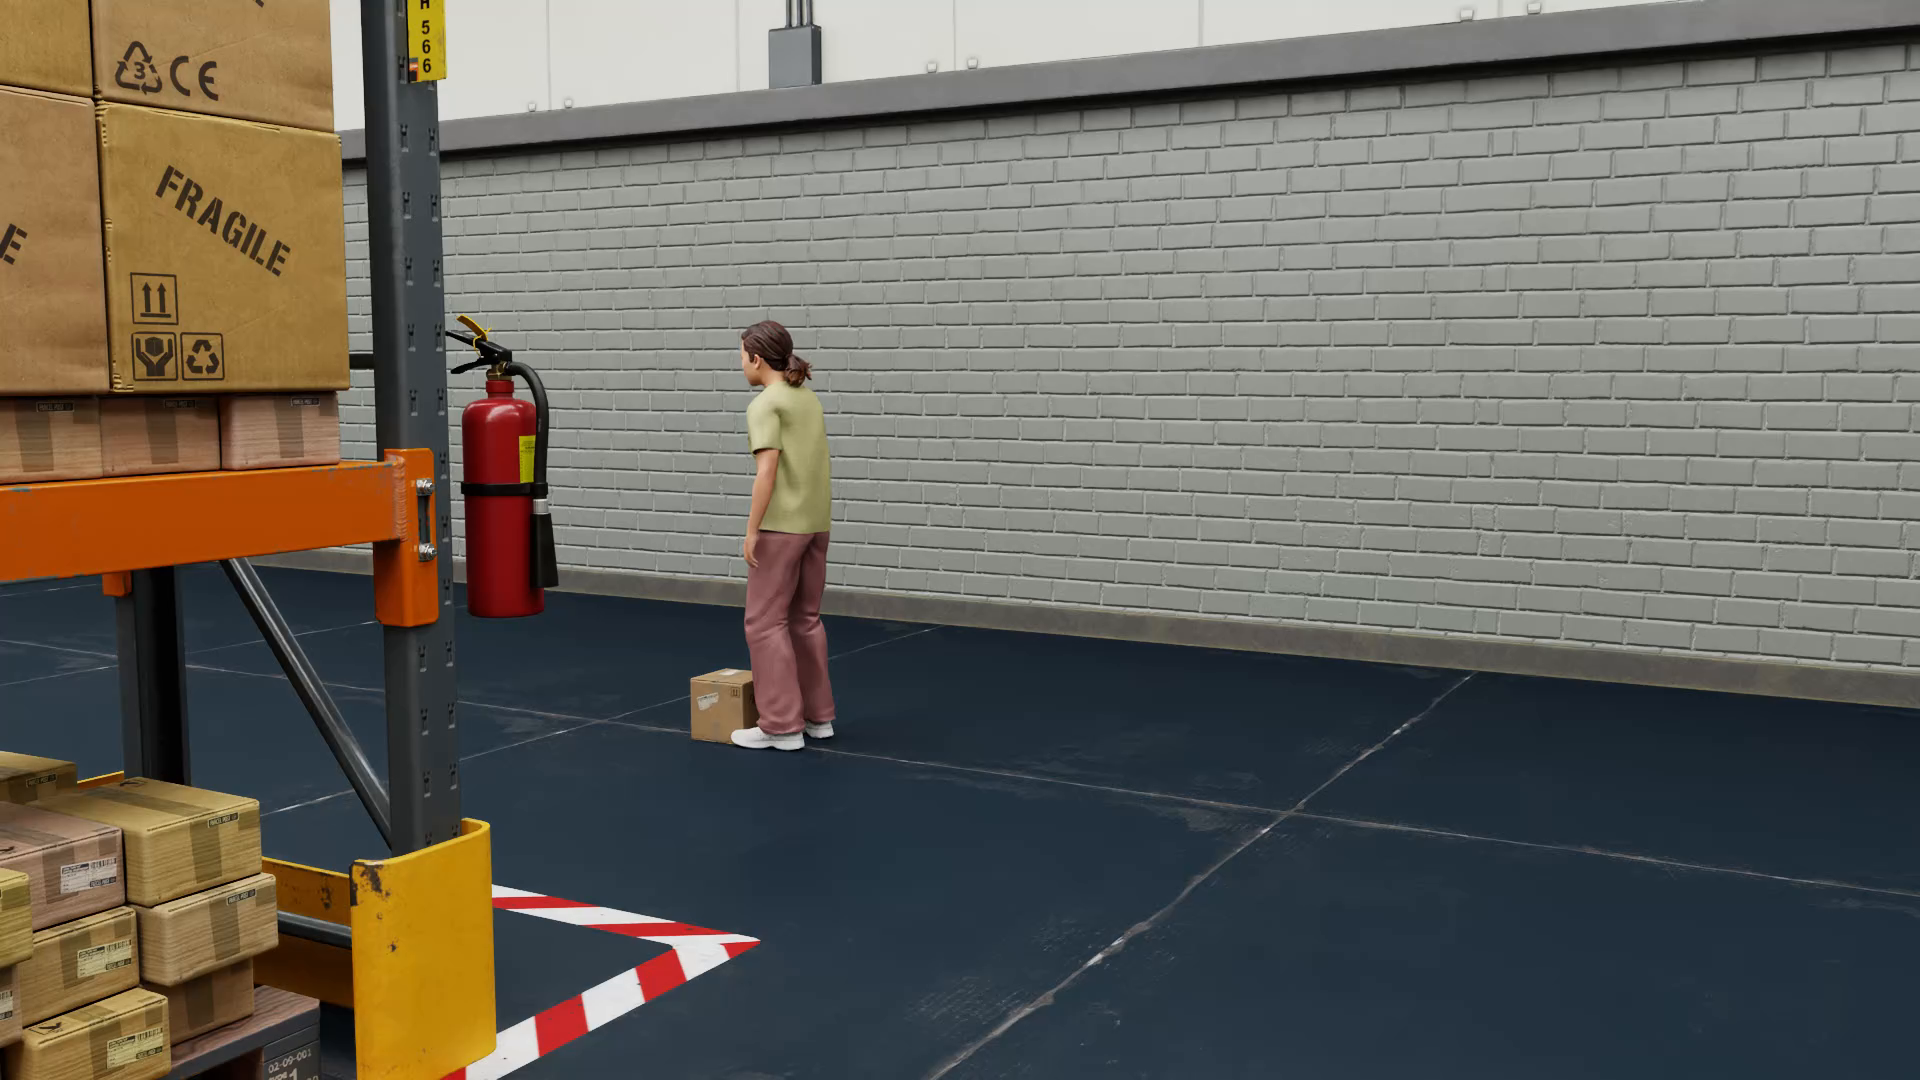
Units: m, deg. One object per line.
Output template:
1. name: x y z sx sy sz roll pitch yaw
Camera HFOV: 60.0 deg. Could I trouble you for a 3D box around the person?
1. person: -0.693 -0.022 6.546 0.349 1.672 0.508 3 7 27
